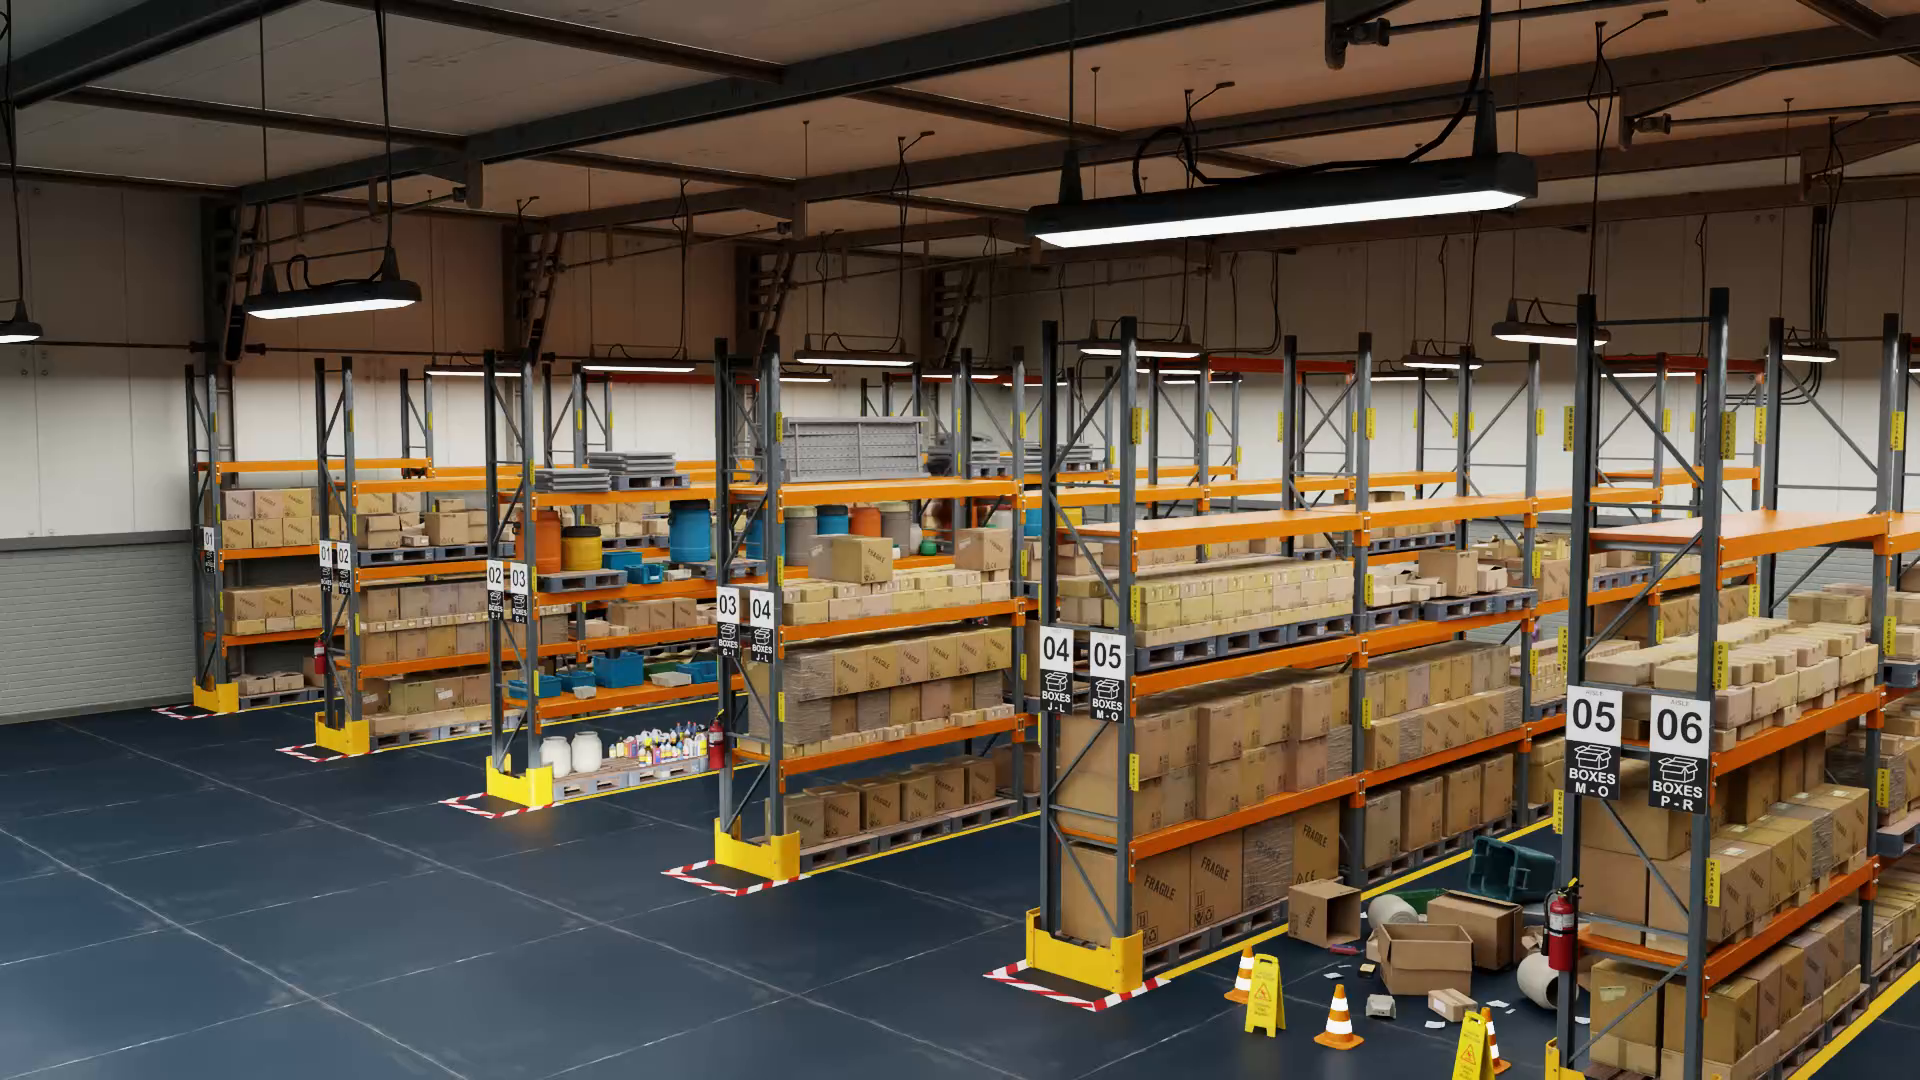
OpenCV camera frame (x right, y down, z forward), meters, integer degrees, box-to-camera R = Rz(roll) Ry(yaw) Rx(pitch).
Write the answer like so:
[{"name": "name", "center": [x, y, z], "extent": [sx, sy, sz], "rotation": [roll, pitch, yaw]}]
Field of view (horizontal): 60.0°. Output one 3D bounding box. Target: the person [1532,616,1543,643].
[{"name": "person", "center": [10.427, 2.050, 30.322], "extent": [0.458, 1.565, 0.683], "rotation": [3, 5, 32]}]

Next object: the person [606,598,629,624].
[{"name": "person", "center": [-6.732, 1.802, 33.001], "extent": [0.586, 1.721, 0.421], "rotation": [-1, 5, -18]}]
